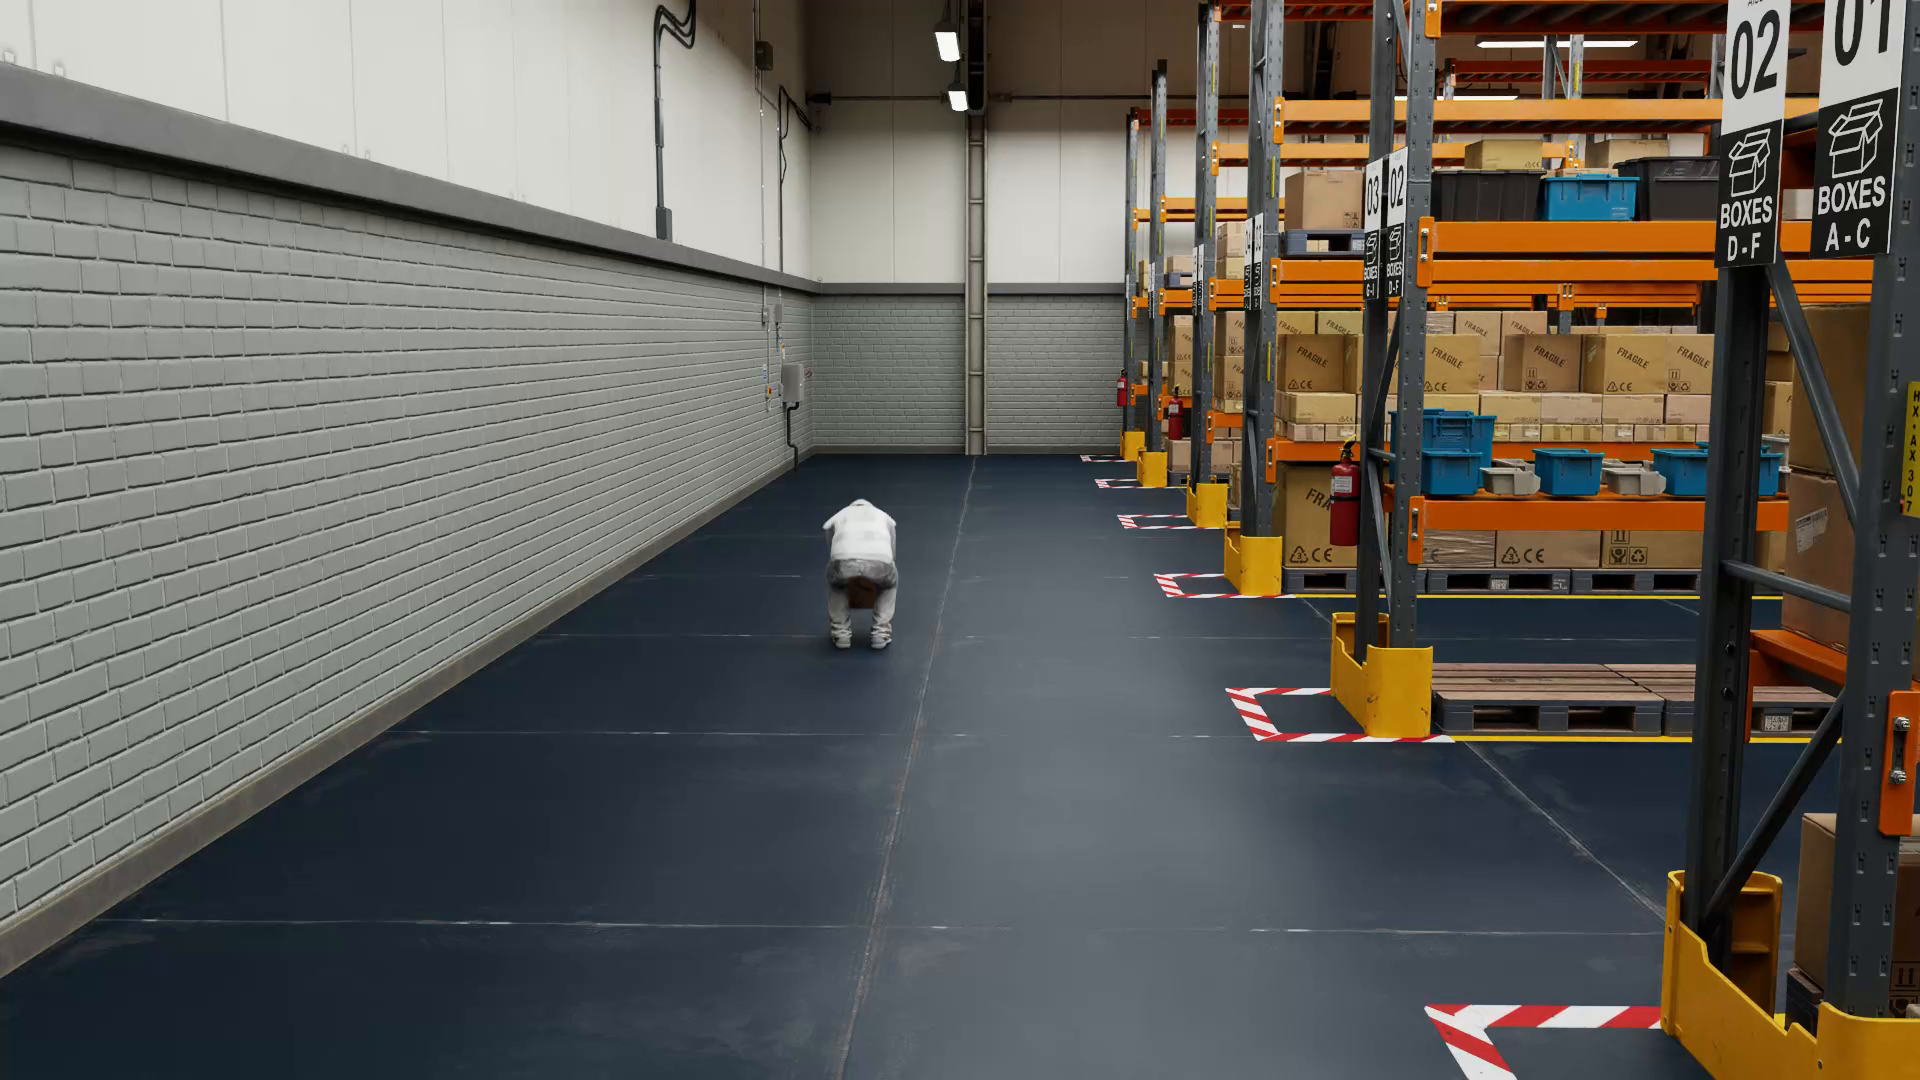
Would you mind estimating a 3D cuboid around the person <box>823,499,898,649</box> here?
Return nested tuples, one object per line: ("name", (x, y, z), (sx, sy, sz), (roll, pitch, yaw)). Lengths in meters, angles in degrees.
("person", (-0.717, 0.241, 11.953), (0.546, 0.994, 0.965), (0, 7, -1))
